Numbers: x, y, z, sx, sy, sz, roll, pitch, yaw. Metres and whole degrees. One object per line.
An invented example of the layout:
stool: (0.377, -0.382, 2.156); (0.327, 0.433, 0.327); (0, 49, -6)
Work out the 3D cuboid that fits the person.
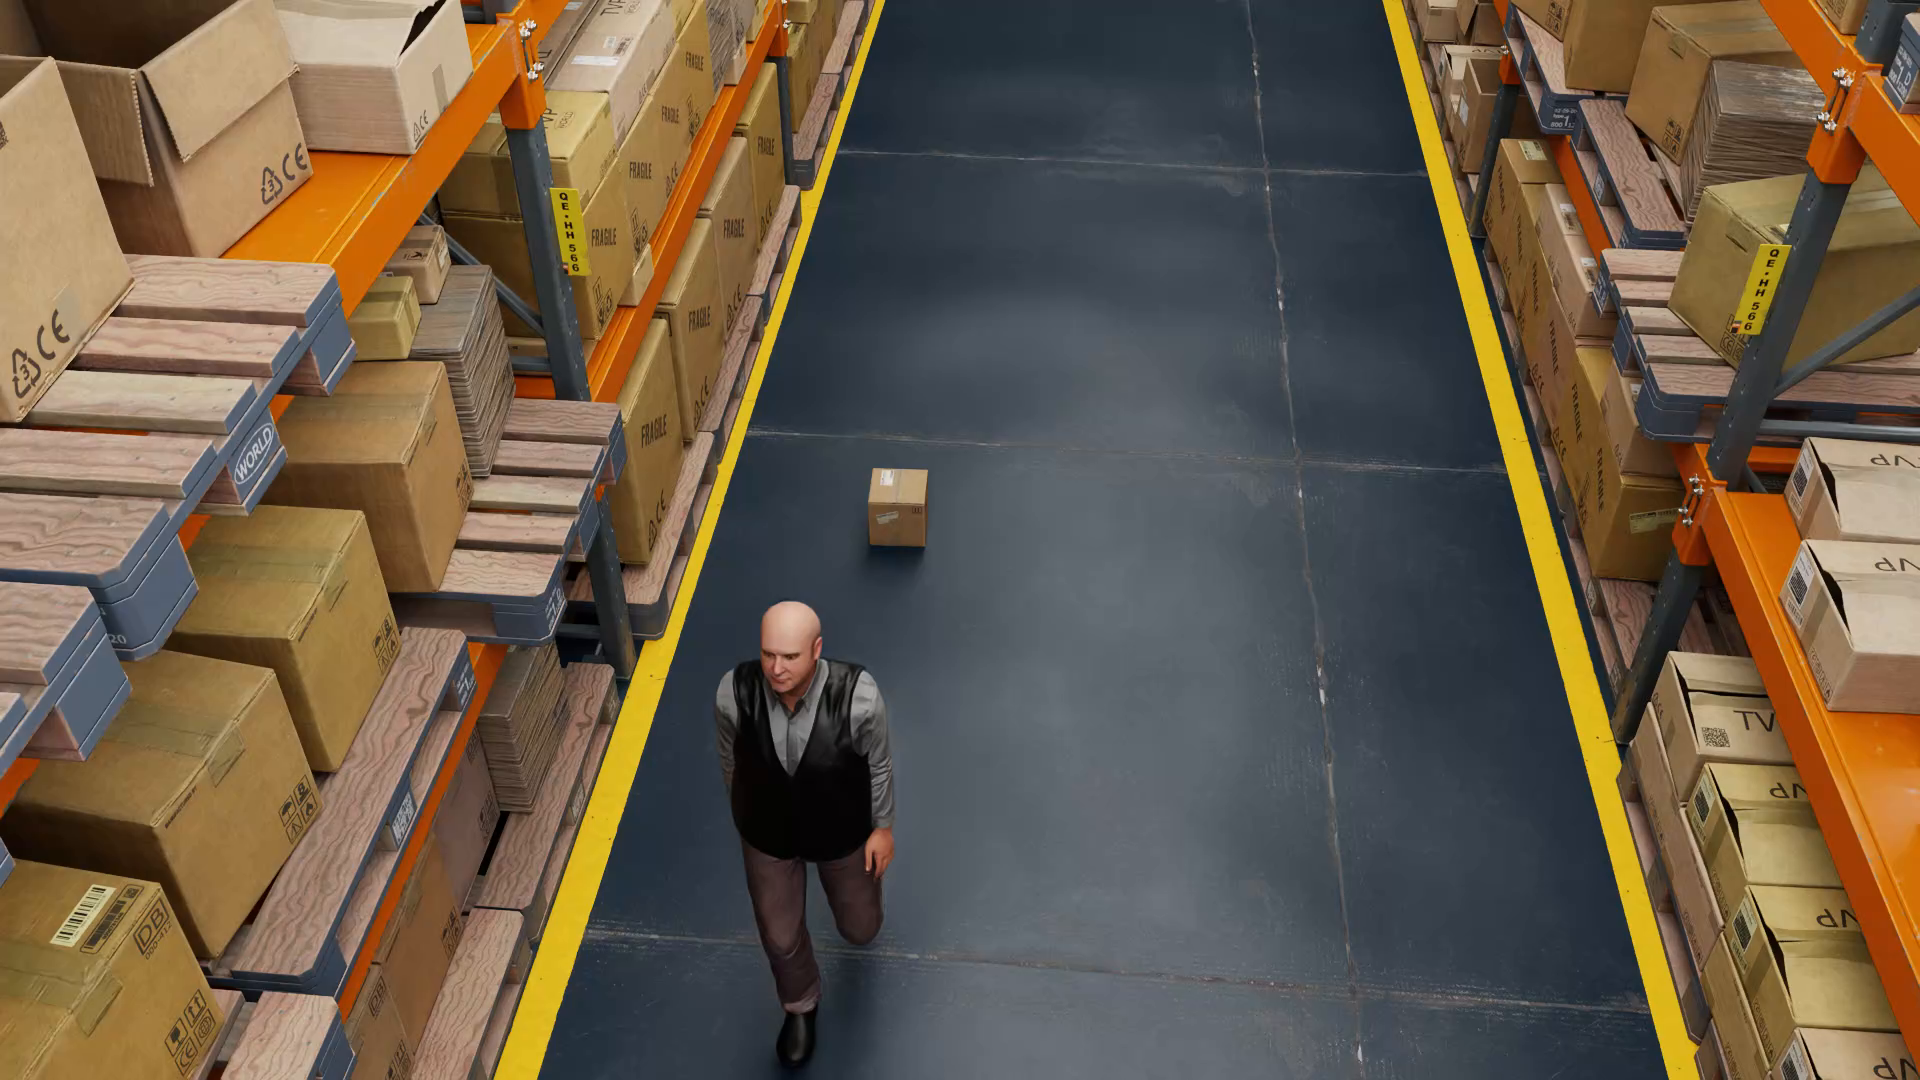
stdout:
person: (-0.461, 0.882, 5.202); (0.535, 1.447, 0.582); (1, 40, 2)
